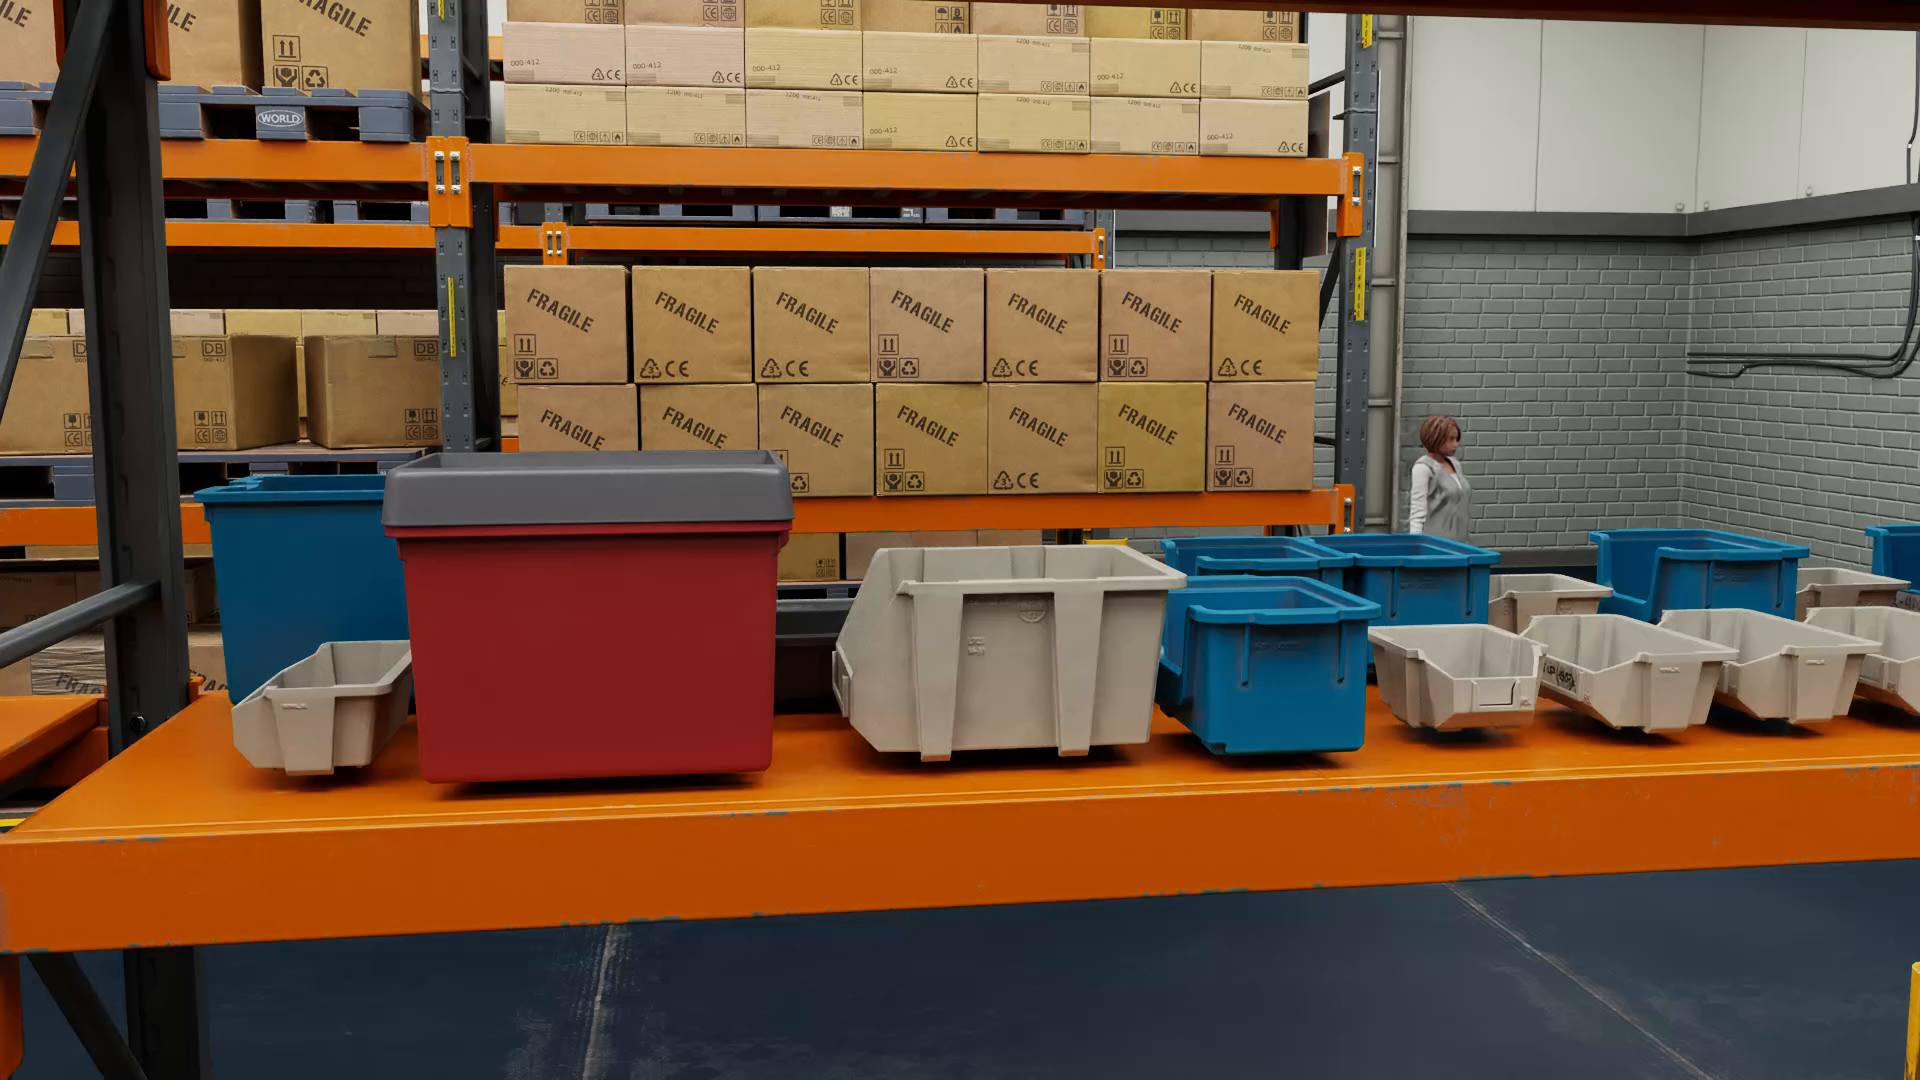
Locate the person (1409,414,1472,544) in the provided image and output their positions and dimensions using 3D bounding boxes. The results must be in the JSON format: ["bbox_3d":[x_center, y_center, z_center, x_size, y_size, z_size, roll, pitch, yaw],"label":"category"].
[{"bbox_3d":[2.652,0.070,9.360,0.453,1.558,0.746,-7,9,-45],"label":"person"}]
